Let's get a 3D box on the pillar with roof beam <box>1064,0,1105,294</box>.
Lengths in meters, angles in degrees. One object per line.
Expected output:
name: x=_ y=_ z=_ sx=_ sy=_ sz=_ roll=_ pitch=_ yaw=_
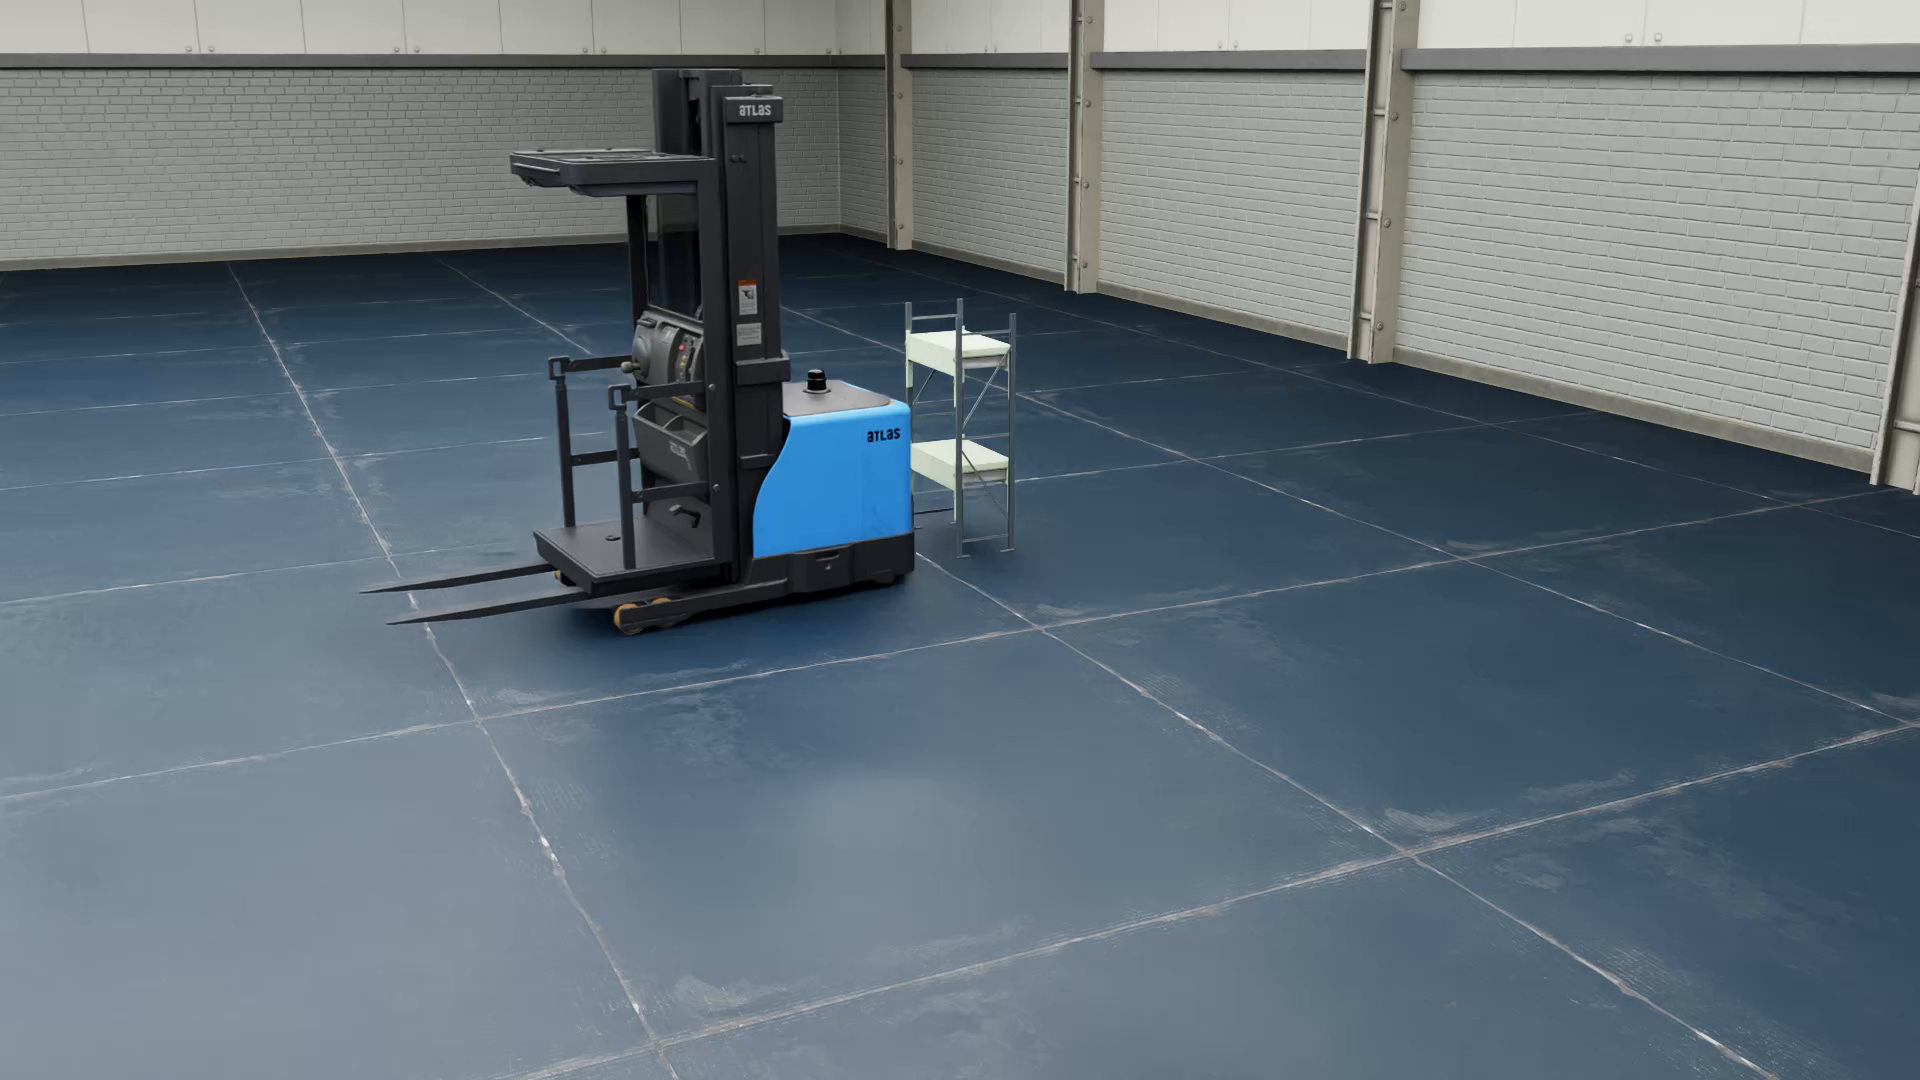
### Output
pillar with roof beam: x=-2.233 y=-7.166 z=19.409 sx=9.100 sy=9.000 sz=0.400 roll=-8 pitch=18 yaw=-25

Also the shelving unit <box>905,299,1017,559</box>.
shelving unit: x=-0.003 y=-0.723 z=10.550 sx=0.431 sy=1.500 sz=0.755 roll=-8 pitch=18 yaw=-25

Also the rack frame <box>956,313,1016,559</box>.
rack frame: x=0.157 y=-0.632 z=10.233 sx=0.400 sy=1.500 sz=0.023 roll=-8 pitch=18 yaw=-25

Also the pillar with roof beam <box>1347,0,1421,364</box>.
pillar with roof beam: x=0.396 y=-5.679 z=14.225 sx=9.100 sy=9.000 sz=0.400 roll=-8 pitch=18 yaw=-25

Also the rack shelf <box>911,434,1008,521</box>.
rack shelf: x=-0.003 y=-0.409 z=10.639 sx=0.431 sy=0.370 sz=0.720 roll=-8 pitch=18 yaw=-25

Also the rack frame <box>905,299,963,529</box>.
rack frame: x=-0.163 y=-0.813 z=10.866 sx=0.400 sy=1.500 sz=0.023 roll=-8 pitch=18 yaw=-25

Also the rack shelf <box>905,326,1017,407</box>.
rack shelf: x=-0.003 y=-1.098 z=10.442 sx=0.431 sy=0.370 sz=0.720 roll=-8 pitch=18 yaw=-25

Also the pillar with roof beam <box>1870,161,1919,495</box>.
pillar with roof beam: x=3.024 y=-4.191 z=9.041 sx=9.100 sy=9.000 sz=0.400 roll=-8 pitch=18 yaw=-25

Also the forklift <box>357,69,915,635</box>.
forklift: x=-1.798 y=-1.064 z=9.145 sx=3.031 sy=2.935 sz=1.130 roll=-9 pitch=19 yaw=-30

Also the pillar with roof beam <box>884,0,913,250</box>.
pillar with roof beam: x=-4.861 y=-8.654 z=24.594 sx=9.100 sy=9.000 sz=0.400 roll=-8 pitch=18 yaw=-25
